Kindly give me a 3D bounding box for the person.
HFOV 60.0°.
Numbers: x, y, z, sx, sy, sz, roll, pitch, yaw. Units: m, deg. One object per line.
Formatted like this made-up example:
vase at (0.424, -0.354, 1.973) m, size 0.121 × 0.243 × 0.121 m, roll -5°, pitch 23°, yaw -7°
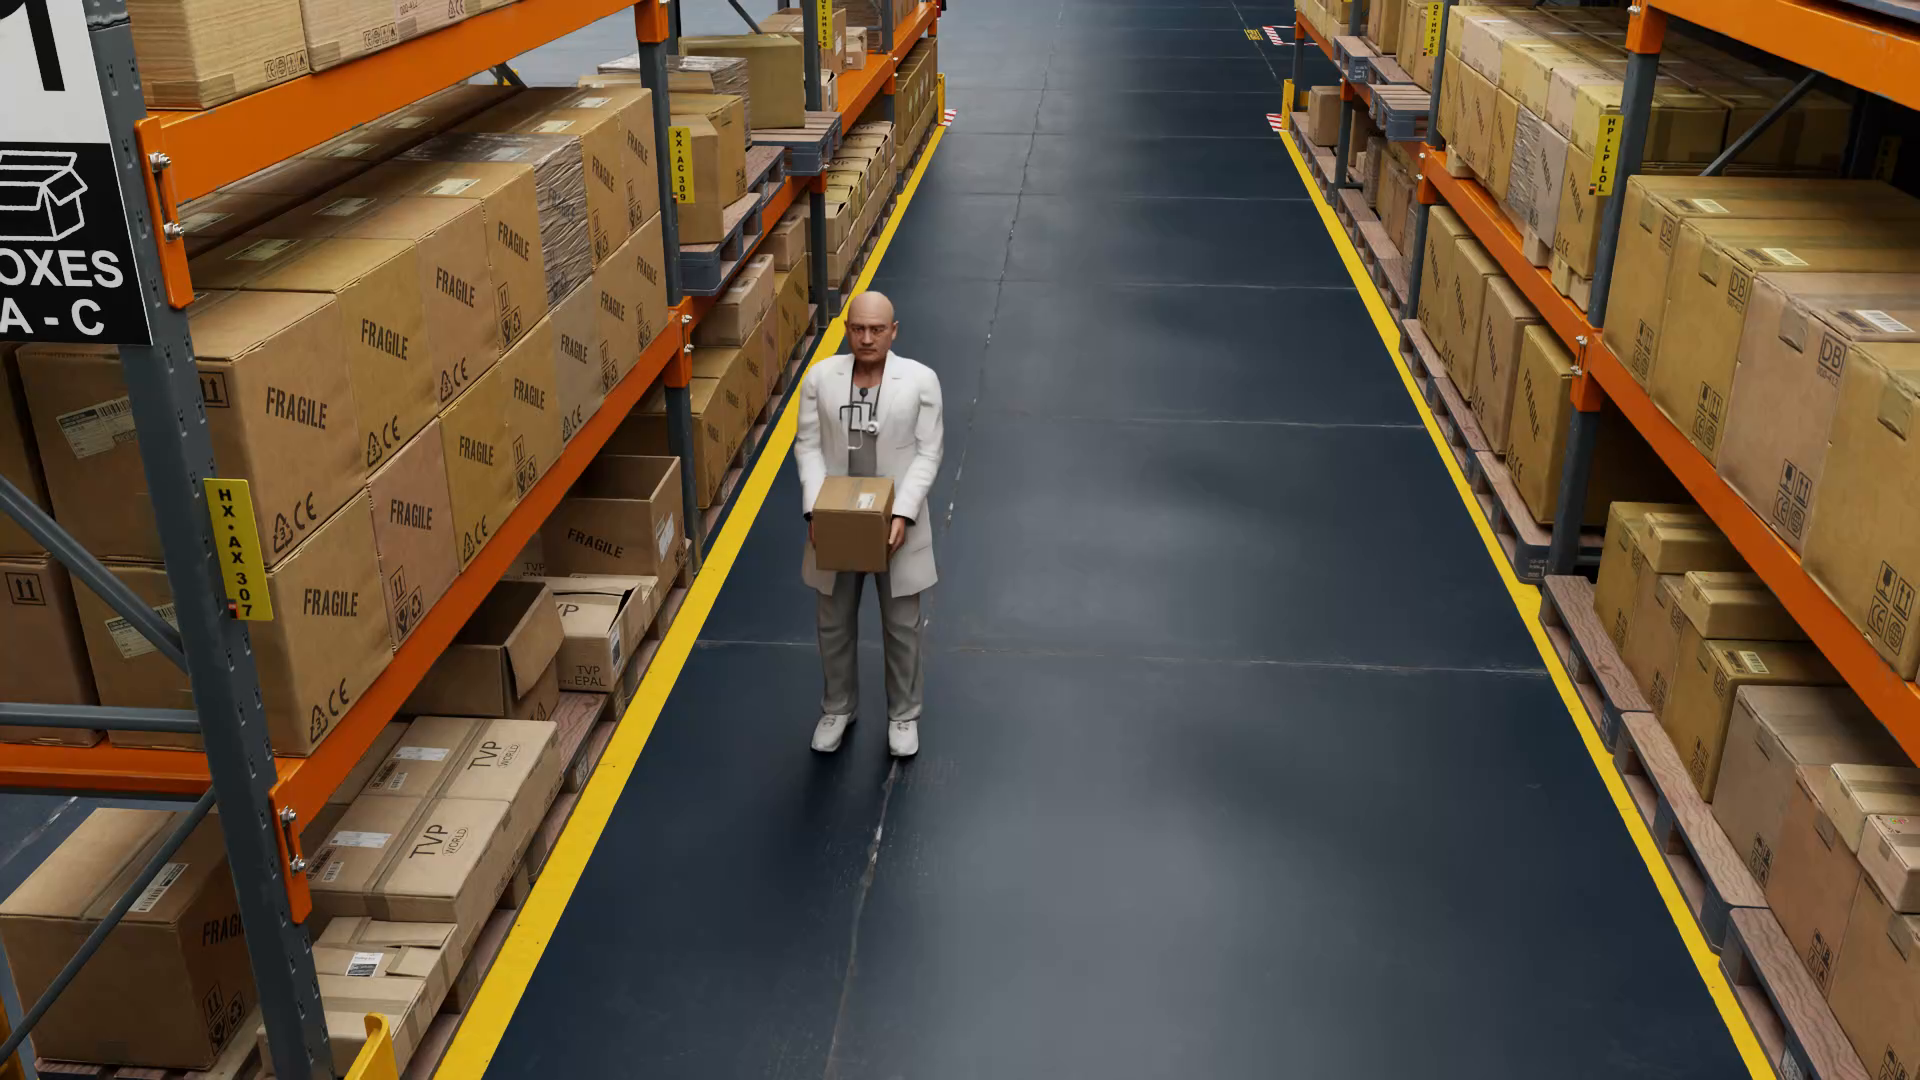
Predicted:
person at (-0.349, -0.015, 6.147) m, size 0.554 × 1.781 × 0.527 m, roll 3°, pitch 24°, yaw 7°
